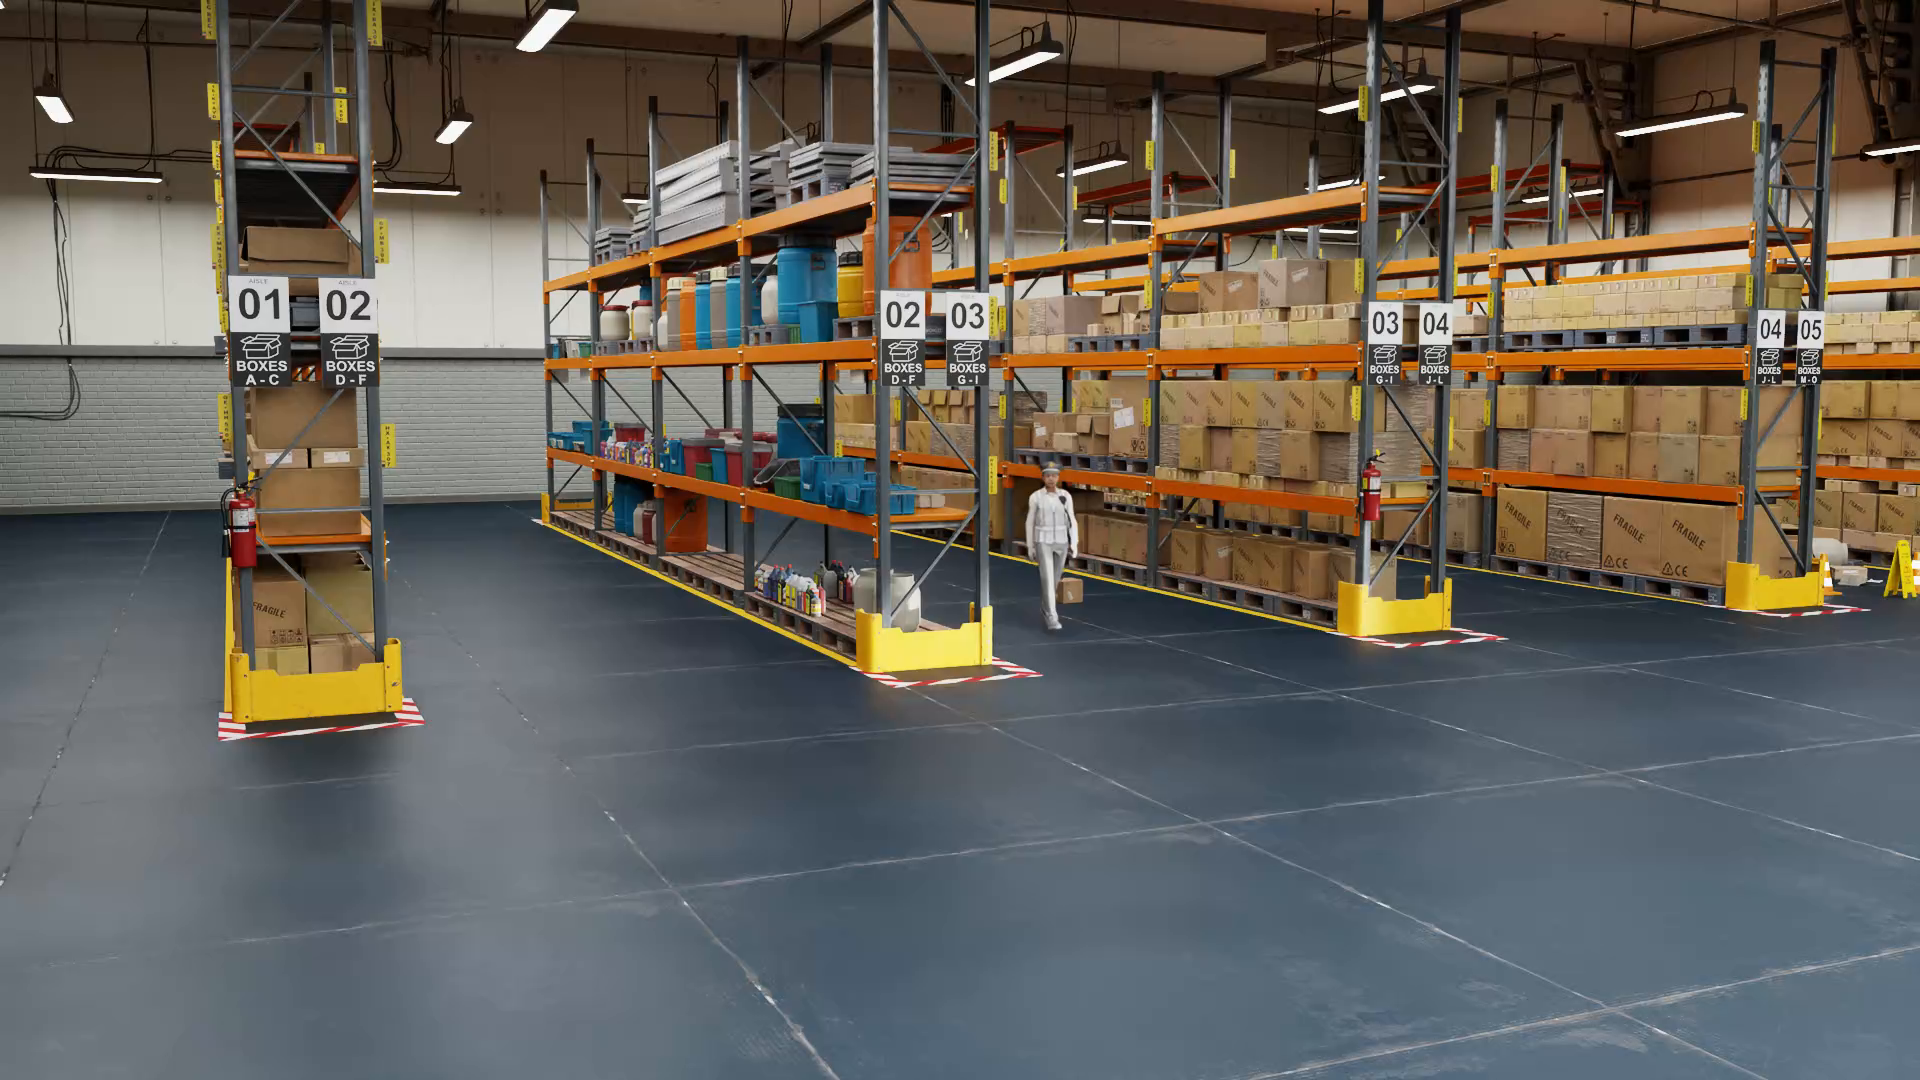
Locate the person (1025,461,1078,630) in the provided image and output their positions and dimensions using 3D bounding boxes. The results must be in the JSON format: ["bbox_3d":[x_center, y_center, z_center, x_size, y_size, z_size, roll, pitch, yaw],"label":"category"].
[{"bbox_3d":[0.920,0.032,16.459,0.488,1.631,1.016,-1,6,-13],"label":"person"}]
